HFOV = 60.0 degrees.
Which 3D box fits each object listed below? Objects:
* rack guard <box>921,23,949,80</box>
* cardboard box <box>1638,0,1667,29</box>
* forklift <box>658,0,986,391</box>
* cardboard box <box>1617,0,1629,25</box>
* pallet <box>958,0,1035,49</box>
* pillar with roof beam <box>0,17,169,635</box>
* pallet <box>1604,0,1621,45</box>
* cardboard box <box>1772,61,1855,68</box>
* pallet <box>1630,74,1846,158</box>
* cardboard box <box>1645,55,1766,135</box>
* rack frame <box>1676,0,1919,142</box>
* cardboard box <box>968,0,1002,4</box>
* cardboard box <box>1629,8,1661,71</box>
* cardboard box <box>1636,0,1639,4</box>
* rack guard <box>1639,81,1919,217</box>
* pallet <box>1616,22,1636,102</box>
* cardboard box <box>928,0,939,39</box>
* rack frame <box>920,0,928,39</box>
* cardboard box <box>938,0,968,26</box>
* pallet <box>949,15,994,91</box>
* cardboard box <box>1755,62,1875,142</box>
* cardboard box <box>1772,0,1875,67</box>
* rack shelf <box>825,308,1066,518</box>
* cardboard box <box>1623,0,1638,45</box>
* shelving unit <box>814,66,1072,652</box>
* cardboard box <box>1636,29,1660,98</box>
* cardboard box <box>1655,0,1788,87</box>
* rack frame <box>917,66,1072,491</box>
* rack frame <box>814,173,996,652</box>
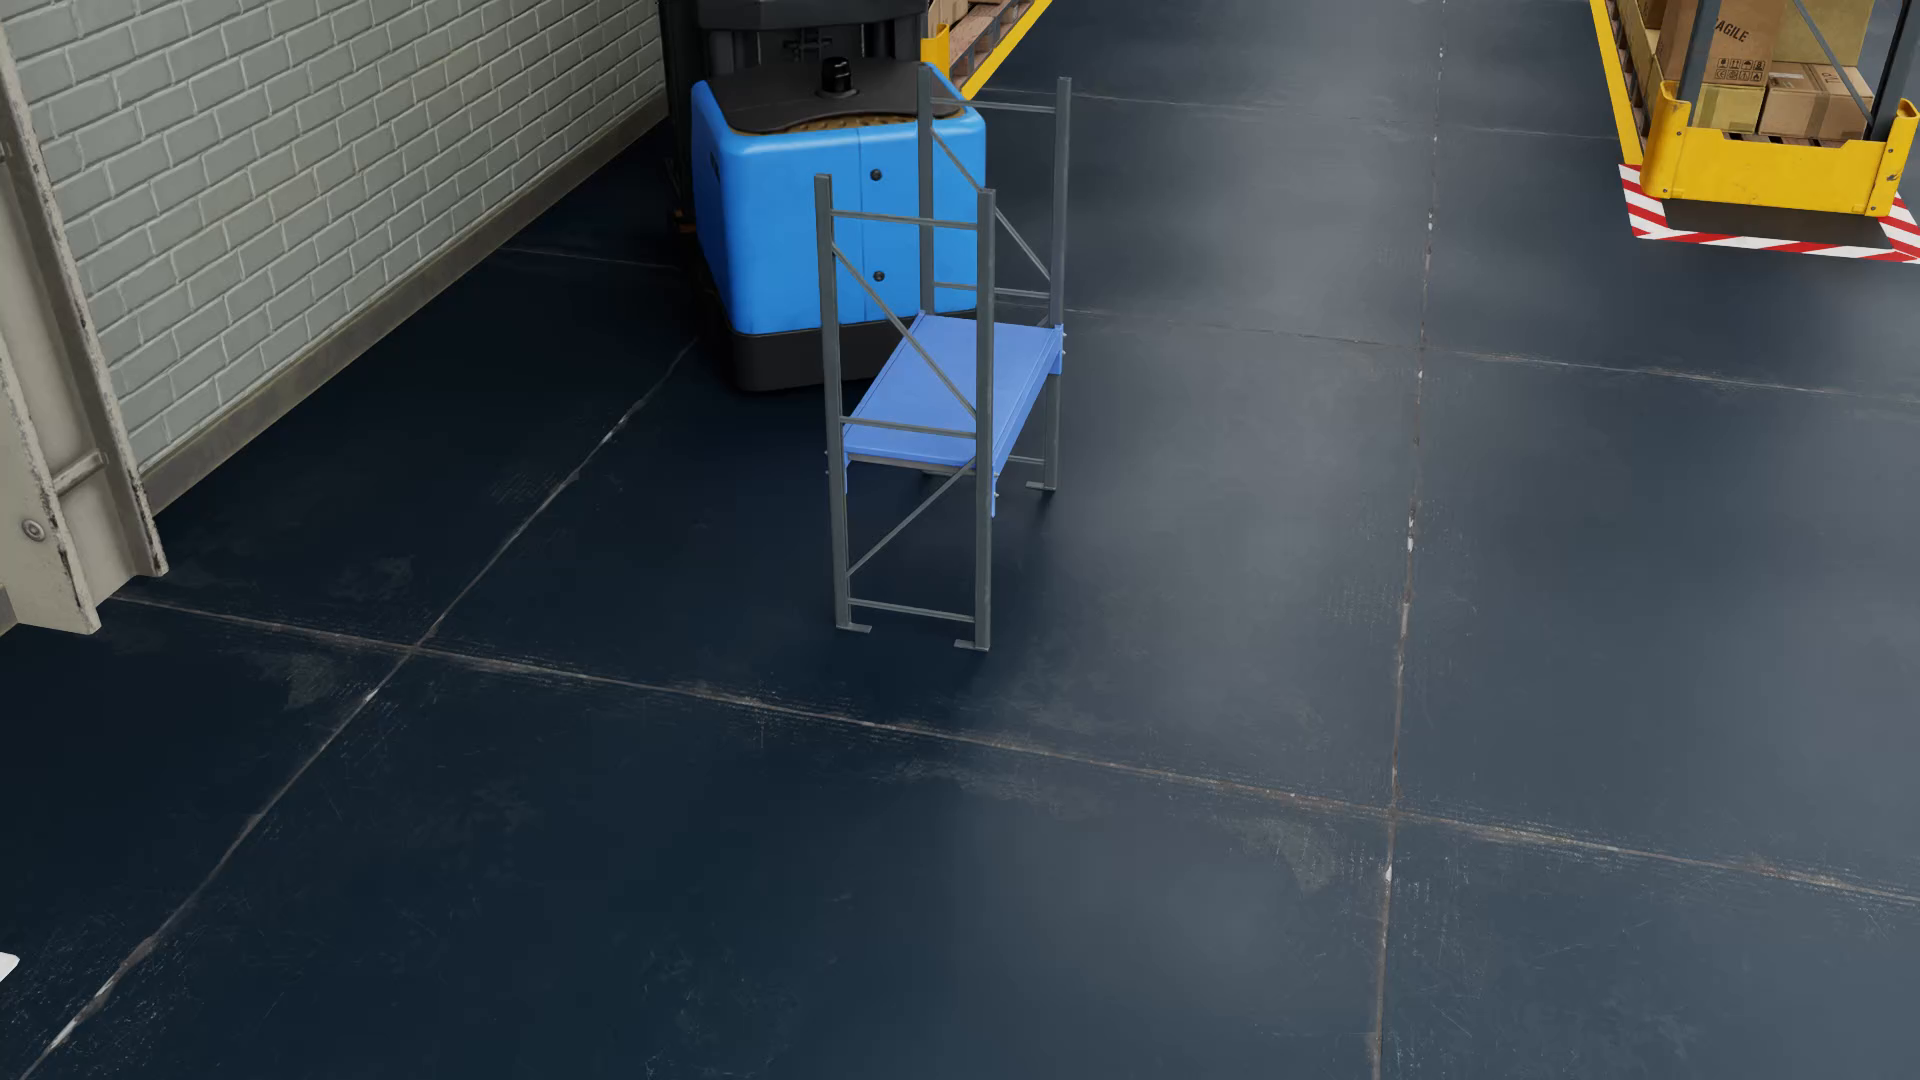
[{"bbox_3d":[-0.656,-2.706,9.540,1.175,0.500,0.348,8,33,12],"label":"rack guard"},{"bbox_3d":[4.205,-3.222,9.494,0.500,0.500,0.500,8,33,12],"label":"cardboard box"},{"bbox_3d":[-0.775,-2.604,7.115,1.130,2.935,3.031,-9,33,-13],"label":"forklift"},{"bbox_3d":[4.458,-3.424,10.512,0.500,0.250,0.500,8,33,12],"label":"cardboard box"},{"bbox_3d":[-0.104,-3.632,11.266,1.003,0.211,1.213,8,33,12],"label":"pallet"},{"bbox_3d":[1.307,-3.034,2.135,9.100,9.000,0.400,8,33,12],"label":"pillar with roof beam"},{"bbox_3d":[4.890,-3.541,11.122,1.003,0.211,1.213,8,33,12],"label":"pallet"},{"bbox_3d":[4.592,-2.573,9.173,0.500,0.250,0.500,8,33,12],"label":"cardboard box"},{"bbox_3d":[4.271,-2.274,9.131,1.003,0.211,1.213,8,33,12],"label":"pallet"},{"bbox_3d":[3.967,-2.384,8.875,0.500,0.250,0.500,8,33,12],"label":"cardboard box"},{"bbox_3d":[4.117,-3.048,7.749,1.000,3.000,0.127,8,33,12],"label":"rack frame"},{"bbox_3d":[-0.033,-3.868,10.959,0.700,0.500,0.500,6,33,9],"label":"cardboard box"},{"bbox_3d":[4.208,-2.905,9.695,0.500,0.250,0.500,8,33,12],"label":"cardboard box"},{"bbox_3d":[4.333,-3.481,9.902,0.500,0.500,0.500,8,33,12],"label":"cardboard box"},{"bbox_3d":[4.111,-1.981,8.400,1.175,0.500,0.348,8,33,12],"label":"rack guard"},{"bbox_3d":[4.582,-2.905,10.123,1.003,0.211,1.213,8,33,12],"label":"pallet"},{"bbox_3d":[-0.413,-3.119,9.956,0.500,0.311,0.500,4,33,7],"label":"cardboard box"},{"bbox_3d":[-0.675,-3.721,8.807,1.000,3.000,0.127,8,33,12],"label":"rack frame"},{"bbox_3d":[-0.268,-3.415,10.421,0.500,0.311,0.500,11,34,16],"label":"cardboard box"},{"bbox_3d":[-0.416,-3.000,10.273,1.003,0.211,1.213,8,33,12],"label":"pallet"},{"bbox_3d":[4.468,-2.313,8.764,0.500,0.250,0.500,8,33,12],"label":"cardboard box"},{"bbox_3d":[4.593,-2.890,8.972,0.500,0.500,0.500,8,33,12],"label":"cardboard box"},{"bbox_3d":[-0.022,-0.437,5.374,0.538,0.185,1.000,8,33,12],"label":"rack shelf"},{"bbox_3d":[4.337,-3.164,10.102,0.500,0.250,0.500,8,33,12],"label":"cardboard box"},{"bbox_3d":[-0.022,-0.589,5.278,0.538,1.500,1.048,8,33,12],"label":"shelving unit"},{"bbox_3d":[4.083,-2.645,9.286,0.500,0.250,0.500,8,33,12],"label":"cardboard box"},{"bbox_3d":[3.965,-2.701,8.675,0.500,0.500,0.500,8,33,12],"label":"cardboard box"},{"bbox_3d":[0.107,-0.852,5.693,0.500,1.500,0.032,8,33,12],"label":"rack frame"},{"bbox_3d":[-0.151,-0.325,4.863,0.500,1.500,0.032,8,33,12],"label":"rack frame"}]
